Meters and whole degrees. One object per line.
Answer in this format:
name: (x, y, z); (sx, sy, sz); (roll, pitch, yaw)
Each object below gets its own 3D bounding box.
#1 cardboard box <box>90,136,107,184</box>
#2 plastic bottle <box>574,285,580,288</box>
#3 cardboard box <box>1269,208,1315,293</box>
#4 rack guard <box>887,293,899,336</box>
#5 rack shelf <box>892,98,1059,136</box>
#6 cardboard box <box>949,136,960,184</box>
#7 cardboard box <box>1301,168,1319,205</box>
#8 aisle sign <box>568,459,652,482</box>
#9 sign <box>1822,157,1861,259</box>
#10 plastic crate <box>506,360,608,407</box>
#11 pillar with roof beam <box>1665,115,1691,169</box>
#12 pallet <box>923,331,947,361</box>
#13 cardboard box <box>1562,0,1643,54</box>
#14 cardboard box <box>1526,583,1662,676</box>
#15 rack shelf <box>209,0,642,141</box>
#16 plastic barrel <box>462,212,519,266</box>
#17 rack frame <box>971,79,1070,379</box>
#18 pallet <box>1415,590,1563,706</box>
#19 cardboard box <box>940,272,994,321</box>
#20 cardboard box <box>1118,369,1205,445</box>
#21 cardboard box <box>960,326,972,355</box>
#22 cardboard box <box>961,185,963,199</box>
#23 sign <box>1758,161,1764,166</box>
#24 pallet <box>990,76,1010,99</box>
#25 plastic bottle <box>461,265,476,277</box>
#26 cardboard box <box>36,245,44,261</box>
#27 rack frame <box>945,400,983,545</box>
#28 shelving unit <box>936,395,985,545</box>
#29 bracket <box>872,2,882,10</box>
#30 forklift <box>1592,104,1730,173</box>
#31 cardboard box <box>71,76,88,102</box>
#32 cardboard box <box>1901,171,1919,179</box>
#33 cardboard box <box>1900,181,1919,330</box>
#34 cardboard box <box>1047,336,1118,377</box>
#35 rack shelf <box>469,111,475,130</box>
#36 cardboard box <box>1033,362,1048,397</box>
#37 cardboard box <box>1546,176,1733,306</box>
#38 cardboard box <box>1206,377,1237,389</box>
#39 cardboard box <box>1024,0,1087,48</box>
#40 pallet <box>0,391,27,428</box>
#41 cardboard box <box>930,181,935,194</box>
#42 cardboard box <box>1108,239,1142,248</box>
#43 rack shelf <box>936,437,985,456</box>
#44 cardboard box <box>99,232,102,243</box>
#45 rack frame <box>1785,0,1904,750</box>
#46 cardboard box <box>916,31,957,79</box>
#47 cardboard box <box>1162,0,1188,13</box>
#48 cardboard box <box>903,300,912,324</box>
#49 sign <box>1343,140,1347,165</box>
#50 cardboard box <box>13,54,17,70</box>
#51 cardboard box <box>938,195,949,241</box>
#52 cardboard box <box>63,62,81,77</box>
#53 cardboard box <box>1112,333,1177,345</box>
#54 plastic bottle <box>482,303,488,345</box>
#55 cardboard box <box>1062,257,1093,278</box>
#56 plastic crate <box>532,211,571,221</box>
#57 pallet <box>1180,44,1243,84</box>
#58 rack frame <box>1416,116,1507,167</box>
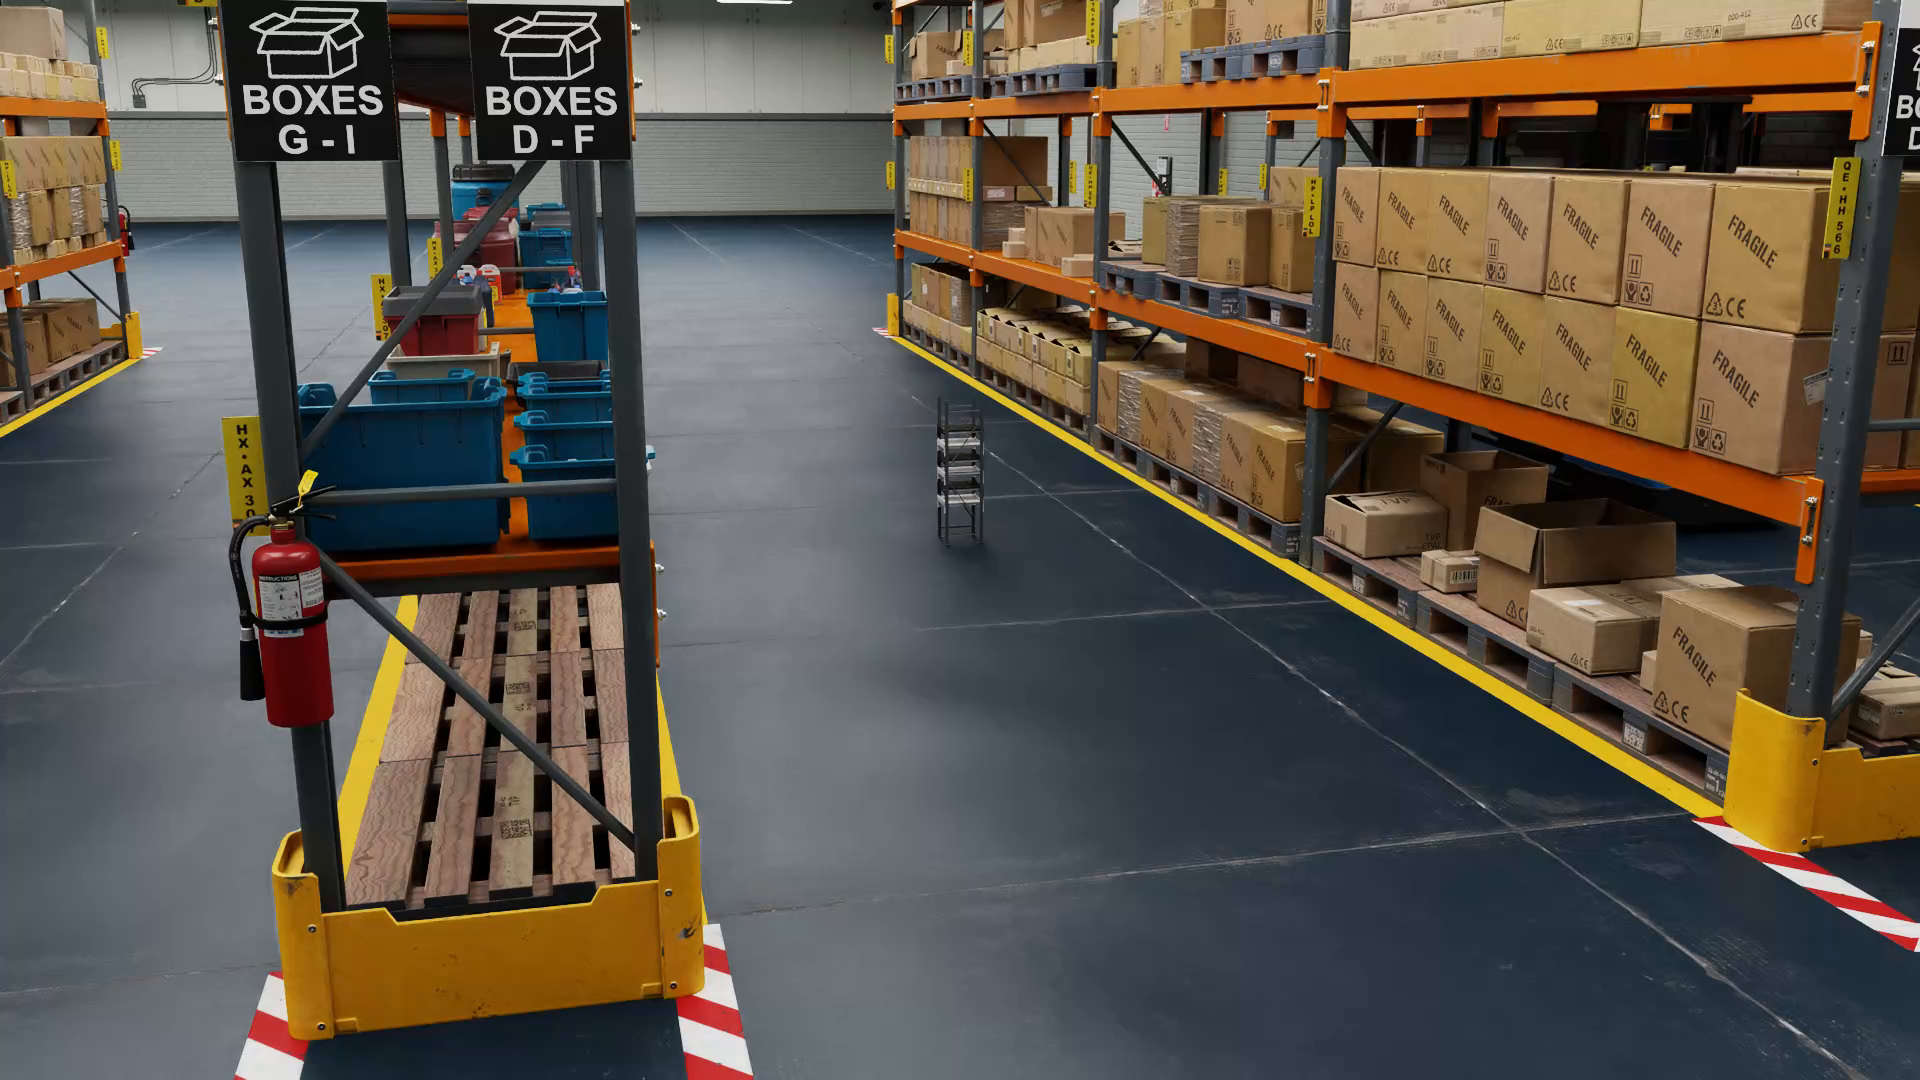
cardboard box: (-9.580, -4.105, 17.964); (0.500, 0.500, 0.500); (-3, 14, -13)
plastic bottle: (-2.350, -1.430, 10.232); (0.097, 0.271, 0.097); (0, 14, 0)
cardboard box: (2.382, -1.852, 10.590); (0.700, 0.500, 0.500); (-1, 14, -4)
rack guard: (-0.325, -2.882, 21.169); (1.175, 0.500, 0.348); (-3, 14, -13)
rack shelf: (0.151, -4.737, 18.691); (1.077, 0.370, 4.000); (-3, 14, -13)
cardboard box: (0.273, -4.181, 18.274); (0.700, 0.500, 0.500); (-3, 14, -13)
cardboard box: (4.537, -4.308, 20.432); (0.500, 0.500, 0.500); (-4, 14, -15)
aisle sign: (-1.110, -0.179, 5.269); (0.250, 0.136, 0.298); (-3, 14, -13)
sign: (2.895, -1.089, 5.459); (0.100, 0.325, 0.005); (-3, 14, -13)
plastic crate: (-1.792, -0.699, 7.422); (0.437, 0.125, 0.590); (-3, 14, -13)
pillar with roof beam: (2.725, -5.544, 14.160); (9.100, 9.000, 0.400); (-3, 14, -13)
pallet: (0.184, -2.281, 19.318); (1.003, 0.211, 1.213); (-3, 14, -13)
cardboard box: (2.825, -2.118, 6.772); (0.500, 0.250, 0.500); (-3, 14, -13)
cardboard box: (2.878, 0.390, 7.377); (0.500, 0.250, 0.500); (-3, 14, -13)
rack shelf: (-1.847, -1.693, 6.233); (1.077, 0.370, 4.000); (-3, 14, -13)
plastic barrel: (-3.910, -2.457, 13.875); (0.433, 0.535, 0.433); (0, 14, 0)
rack frame: (0.621, -3.168, 17.073); (1.000, 3.000, 0.127); (-3, 14, -13)
pallet: (2.950, 0.473, 8.047); (1.003, 0.211, 1.213); (-3, 14, -13)
cardboard box: (0.072, -2.726, 18.594); (0.500, 0.500, 0.500); (-3, 14, -13)
cardboard box: (1.517, -1.003, 12.552); (0.500, 0.500, 0.500); (-4, 14, -15)
cardboard box: (0.299, -2.131, 17.737); (0.500, 0.250, 0.500); (-3, 14, -13)
cardboard box: (0.228, -3.700, 17.672); (0.380, 0.149, 0.250); (-4, 14, -15)
sign: (6.913, -3.116, 14.422); (0.100, 0.325, 0.005); (-3, 14, -13)
pallet: (0.840, -4.329, 15.910); (0.805, 0.209, 1.217); (-4, 14, -15)
plastic bottle: (-3.468, -1.792, 11.702); (0.152, 0.276, 0.135); (-3, 14, -13)
cardboard box: (-8.967, -2.732, 15.820); (0.380, 0.149, 0.250); (-3, 14, -13)
rack frame: (0.026, -0.412, 10.217); (0.240, 0.900, 0.006); (-3, 14, -13)
shelving unit: (0.002, -0.435, 10.313); (0.258, 0.900, 0.210); (-3, 14, -13)
bracket: (-2.544, -16.461, 51.257); (0.235, 0.232, 0.430); (-3, 14, -13)
forklift: (5.376, -2.096, 12.830); (3.258, 2.935, 5.019); (-3, 14, -12)
cardboard box: (-9.469, -4.711, 17.387); (0.500, 0.250, 0.500); (-3, 14, -13)
cardboard box: (6.725, -2.496, 11.863); (0.500, 0.250, 0.500); (-3, 14, -12)
cardboard box: (3.591, -1.051, 6.090); (0.500, 0.500, 0.500); (-3, 14, -11)
cardboard box: (1.069, -1.612, 14.433); (0.500, 0.311, 0.500); (-4, 14, -14)
rack shelf: (-4.665, -4.462, 17.564); (1.077, 0.370, 4.000); (-3, 14, -13)
cardboard box: (0.960, -1.456, 14.975); (0.500, 0.250, 0.500); (-3, 14, -12)
cardboard box: (2.821, -1.257, 6.934); (0.500, 0.500, 0.500); (-3, 14, -12)
cardboard box: (2.129, -0.922, 12.222); (0.500, 0.500, 0.500); (-4, 14, -15)
cardboard box: (0.883, -4.846, 15.472); (0.500, 0.500, 0.500); (-2, 14, -8)
pallet: (-8.825, -1.082, 14.412); (1.003, 0.211, 1.213); (-3, 14, -13)
cardboard box: (-0.132, -4.055, 19.126); (0.380, 0.149, 0.250); (-3, 14, -14)
cardboard box: (1.538, -2.419, 14.195); (0.500, 0.311, 0.500); (-3, 14, -14)
rack shelf: (0.002, -0.578, 10.278); (0.258, 0.077, 0.200); (-3, 14, -13)
cardboard box: (-9.623, -3.305, 18.165); (0.380, 0.149, 0.250); (-3, 14, -13)
rack frame: (3.439, -0.399, 5.742); (1.000, 3.000, 0.127); (-3, 14, -13)
cardboard box: (-0.195, -5.470, 18.785); (0.500, 0.500, 0.500); (-3, 14, -13)
cardboard box: (1.776, -4.018, 11.914); (0.500, 0.500, 0.500); (-3, 14, -13)
cardboard box: (-0.409, -2.823, 20.569); (0.500, 0.250, 0.500); (-3, 14, -13)
sign: (5.040, -5.110, 21.916); (0.100, 0.325, 0.005); (-3, 14, -13)
cardboard box: (-9.058, -4.462, 15.527); (0.380, 0.149, 0.250); (-3, 14, -11)
cardboard box: (0.145, -3.674, 18.933); (0.700, 0.500, 0.500); (-3, 14, -11)
cardboard box: (-9.380, -4.890, 17.279); (0.380, 0.149, 0.250); (-3, 14, -13)
cardboard box: (1.591, -1.644, 14.561); (0.500, 0.311, 0.500); (-4, 14, -15)
plastic bottle: (-2.754, -1.268, 9.399); (0.144, 0.351, 0.185); (-3, 14, -13)
cardboard box: (1.080, -2.315, 14.112); (0.380, 0.149, 0.250); (-3, 14, -13)
plastic crate: (-3.784, -2.829, 15.551); (0.402, 0.464, 0.583); (-3, 14, -13)
pallet: (2.168, -3.081, 10.795); (1.213, 0.211, 1.003); (-3, 14, -13)
rack frame: (5.435, -3.445, 18.206); (1.000, 3.000, 0.127); (-3, 14, -13)
